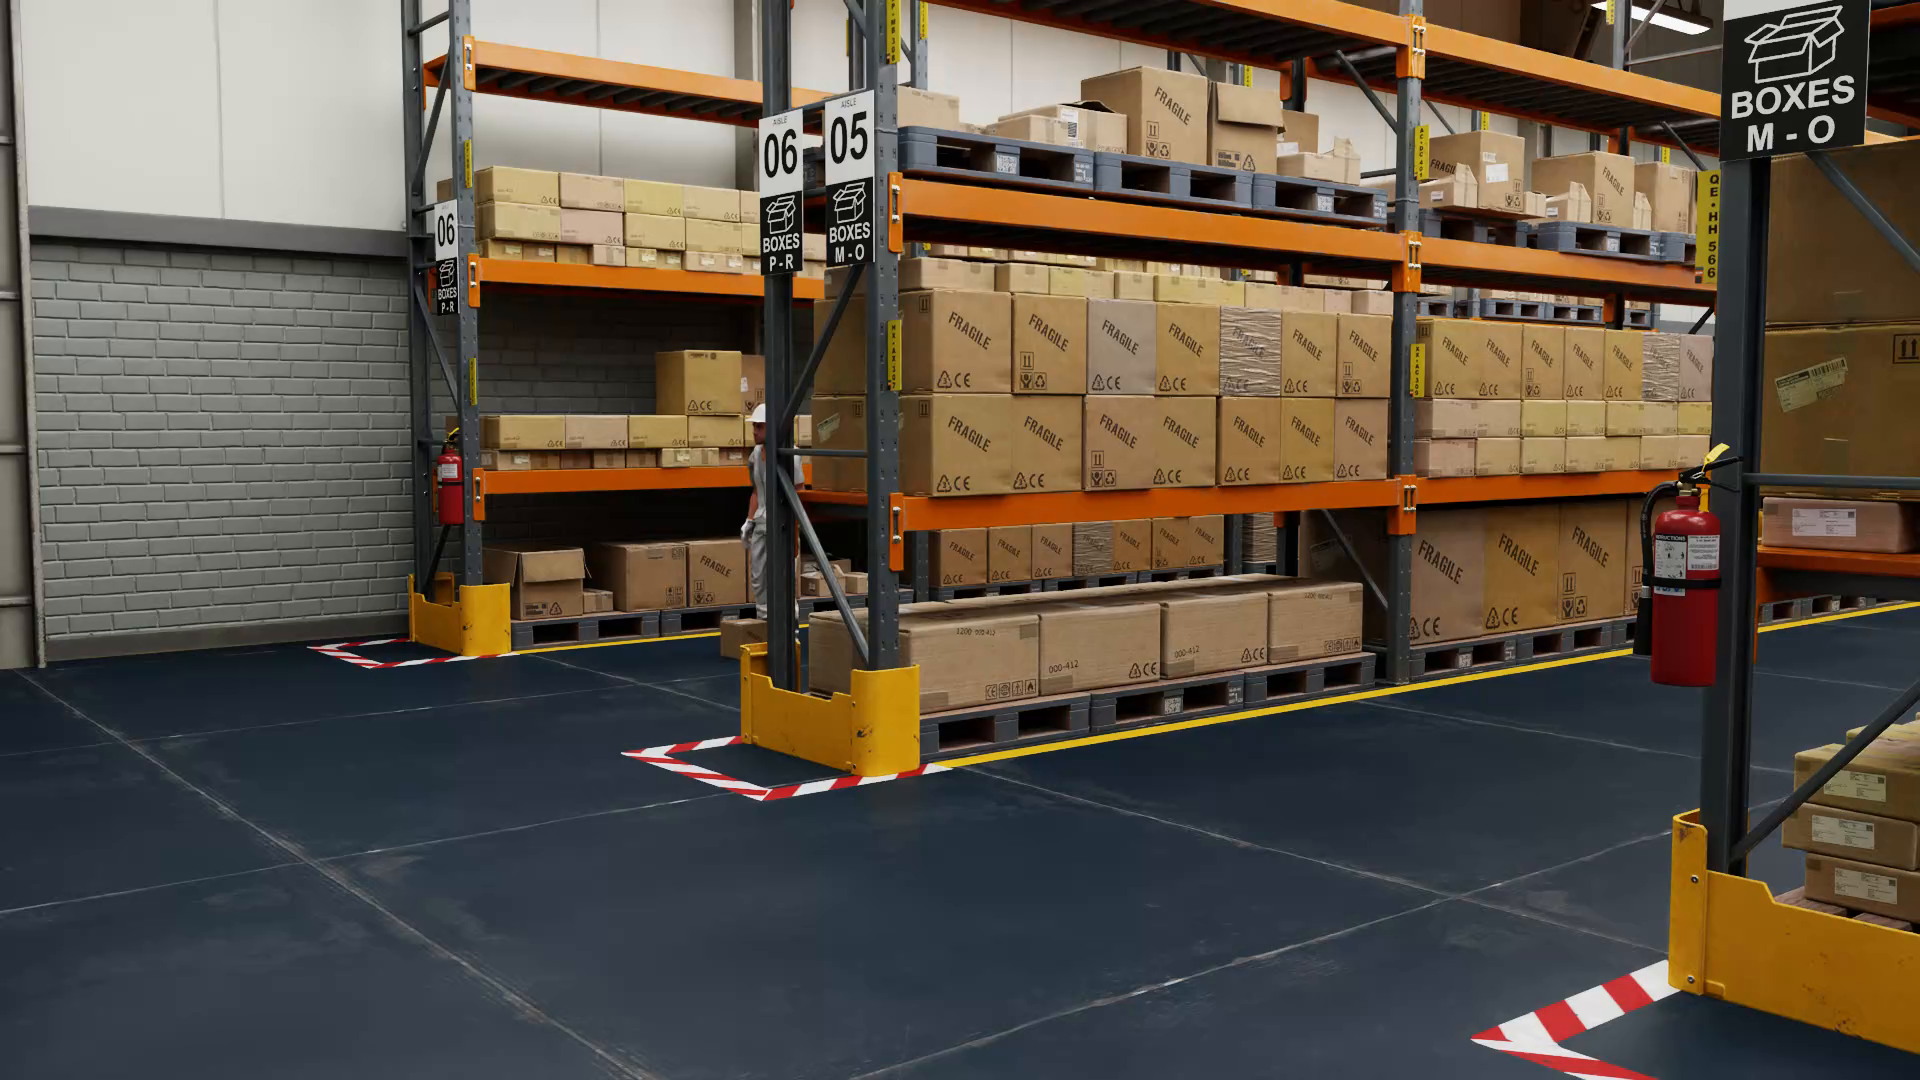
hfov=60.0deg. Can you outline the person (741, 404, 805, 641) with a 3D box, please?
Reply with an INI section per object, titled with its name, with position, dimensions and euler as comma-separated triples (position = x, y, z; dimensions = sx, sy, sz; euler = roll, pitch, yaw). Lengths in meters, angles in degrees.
[person]
position = -1.333, -0.073, 11.810
dimensions = 0.450, 1.780, 0.623
euler = -4, 6, -41
